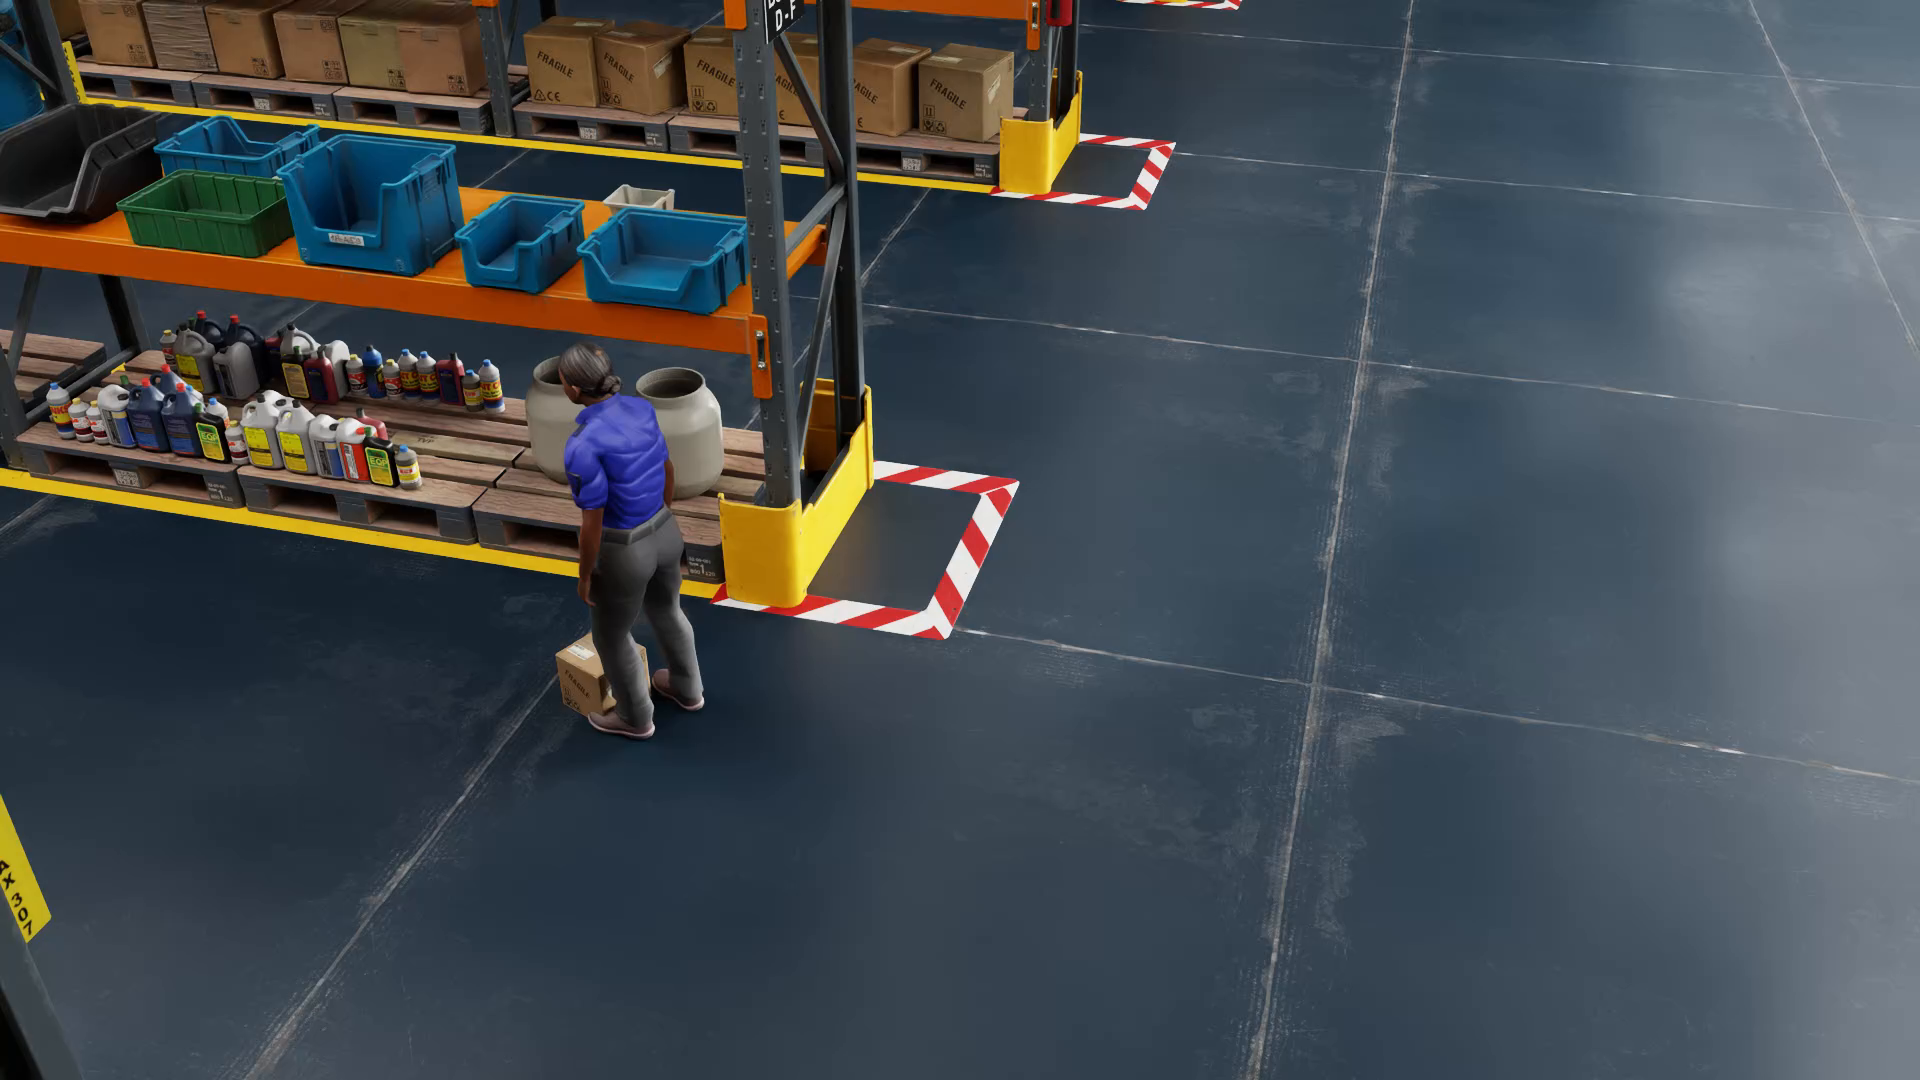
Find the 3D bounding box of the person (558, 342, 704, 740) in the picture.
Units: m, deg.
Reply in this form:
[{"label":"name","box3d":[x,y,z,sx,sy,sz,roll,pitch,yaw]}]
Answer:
[{"label":"person","box3d":[-1.236,0.015,6.121,0.402,1.654,0.531,18,37,26]}]
